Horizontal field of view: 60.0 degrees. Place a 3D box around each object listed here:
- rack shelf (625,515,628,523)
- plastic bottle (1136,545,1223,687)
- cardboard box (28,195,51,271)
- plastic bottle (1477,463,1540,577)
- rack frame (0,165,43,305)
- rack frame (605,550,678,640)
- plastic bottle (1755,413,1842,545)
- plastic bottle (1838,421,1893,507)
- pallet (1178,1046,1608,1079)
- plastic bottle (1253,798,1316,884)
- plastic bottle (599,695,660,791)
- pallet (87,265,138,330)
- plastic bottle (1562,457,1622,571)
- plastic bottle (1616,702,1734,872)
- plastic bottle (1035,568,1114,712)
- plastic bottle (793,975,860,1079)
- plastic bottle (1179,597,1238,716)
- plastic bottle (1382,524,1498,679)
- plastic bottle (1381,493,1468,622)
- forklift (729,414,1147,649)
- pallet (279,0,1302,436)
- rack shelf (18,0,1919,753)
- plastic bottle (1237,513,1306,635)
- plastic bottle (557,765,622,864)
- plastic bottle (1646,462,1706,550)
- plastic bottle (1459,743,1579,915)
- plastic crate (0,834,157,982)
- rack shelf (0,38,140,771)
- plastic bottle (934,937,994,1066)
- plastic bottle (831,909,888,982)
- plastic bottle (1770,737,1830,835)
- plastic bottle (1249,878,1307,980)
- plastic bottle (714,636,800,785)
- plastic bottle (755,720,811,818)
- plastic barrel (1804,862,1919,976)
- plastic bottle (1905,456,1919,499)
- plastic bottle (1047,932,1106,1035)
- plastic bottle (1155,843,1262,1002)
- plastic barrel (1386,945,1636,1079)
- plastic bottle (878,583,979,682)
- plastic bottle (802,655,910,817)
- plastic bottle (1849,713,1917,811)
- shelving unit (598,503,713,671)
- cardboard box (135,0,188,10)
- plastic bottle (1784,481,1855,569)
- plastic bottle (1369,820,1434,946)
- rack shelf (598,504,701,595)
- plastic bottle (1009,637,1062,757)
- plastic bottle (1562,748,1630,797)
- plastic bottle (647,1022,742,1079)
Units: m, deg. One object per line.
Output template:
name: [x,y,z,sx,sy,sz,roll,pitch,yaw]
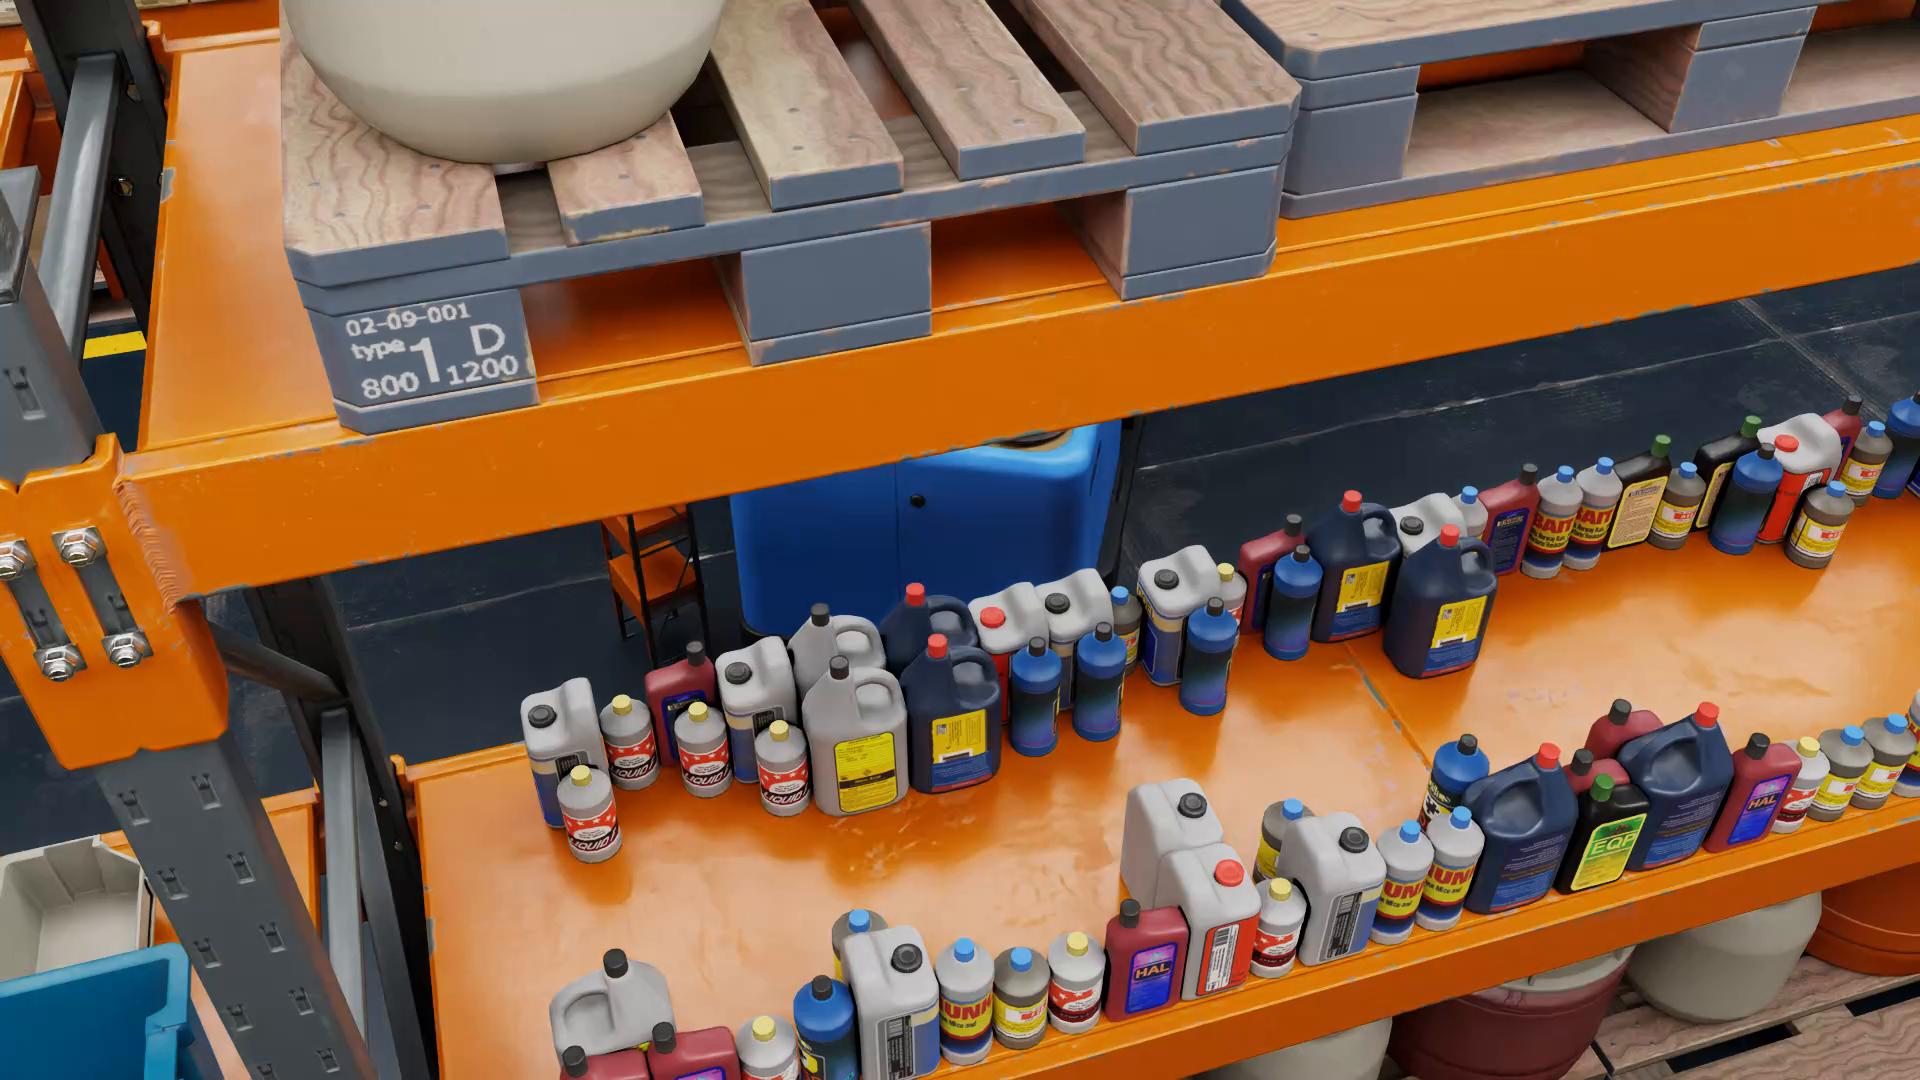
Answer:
rack shelf: [-0.942,-0.249,4.822,0.215,0.259,0.240,-24,47,-25]
plastic bottle: [0.441,0.146,3.397,0.135,0.276,0.152,-12,42,-13]
cardboard box: [-4.017,-1.583,6.578,0.875,0.875,0.875,-12,42,-13]
plastic bottle: [1.173,-0.039,3.604,0.133,0.283,0.061,-12,42,-13]
rack frame: [-1.017,-1.634,0.781,0.127,3.000,1.000,-12,42,-13]
rack frame: [-1.010,-0.109,5.077,0.200,1.050,0.008,-24,47,-25]
plastic bottle: [1.847,-0.145,3.730,0.135,0.276,0.152,-12,42,-13]
plastic bottle: [2.077,-0.183,3.831,0.097,0.201,0.097,0,41,0]
pallet: [0.897,1.305,4.096,1.213,0.211,1.003,-12,42,-13]
plastic bottle: [0.588,0.544,2.999,0.097,0.201,0.097,0,41,0]
plastic bottle: [-0.636,0.379,3.188,0.097,0.201,0.097,0,41,0]
pallet: [-3.254,-1.332,7.114,1.213,0.211,1.003,-12,42,-13]
plastic bottle: [1.381,-0.065,3.643,0.097,0.271,0.097,0,41,0]
plastic bottle: [1.286,0.432,3.013,0.185,0.351,0.144,-12,42,-13]
plastic bottle: [0.220,0.192,3.344,0.135,0.276,0.152,-12,42,-13]
plastic bottle: [-0.214,0.789,2.665,0.097,0.271,0.097,0,41,0]
plastic bottle: [0.496,0.223,3.313,0.097,0.271,0.097,0,41,0]
plastic bottle: [0.986,0.108,3.385,0.185,0.351,0.144,-12,42,-13]
plastic bottle: [0.966,0.038,3.521,0.135,0.276,0.152,-12,42,-13]
forklift: [0.122,-1.506,5.246,1.130,2.935,3.031,7,42,8]
pallet: [-0.299,-0.650,2.078,1.003,0.211,1.213,-12,42,-13]
rack shelf: [0.891,-0.629,2.457,4.000,0.370,1.077,-12,42,-13]
plastic bottle: [0.648,0.069,3.479,0.133,0.283,0.061,-12,42,-13]
plastic bottle: [-0.683,0.493,3.056,0.097,0.201,0.097,0,41,0]
plastic bottle: [1.601,-0.085,3.718,0.097,0.201,0.097,0,41,0]
plastic bottle: [0.983,0.495,2.941,0.185,0.351,0.144,-12,42,-13]
plastic crate: [-1.504,0.704,2.819,0.243,0.136,0.396,-12,42,-13]
rack shelf: [-2.925,0.161,1.552,4.000,0.370,1.077,-12,42,-13]
plastic bottle: [0.007,0.743,2.718,0.097,0.271,0.097,0,41,0]
plastic bottle: [-0.167,0.700,2.820,0.097,0.201,0.097,0,41,0]
plastic bottle: [1.555,0.448,3.108,0.097,0.201,0.097,0,41,0]
plastic bottle: [0.541,0.658,2.867,0.097,0.201,0.097,0,41,0]
plastic bottle: [-0.390,0.319,3.200,0.135,0.276,0.152,-12,42,-13]
plastic bottle: [-0.335,0.421,3.139,0.097,0.201,0.097,0,41,0]
plastic barrel: [2.337,0.601,4.113,0.708,0.830,0.600,-12,42,-13]
plastic bottle: [2.288,-0.236,3.835,0.135,0.276,0.152,-12,42,-13]
plastic bottle: [0.192,0.731,2.785,0.097,0.201,0.097,0,41,0]
plastic bottle: [0.422,0.636,2.836,0.135,0.276,0.152,-12,42,-13]
plastic barrel: [1.260,0.915,3.937,0.708,0.588,0.600,-12,42,-13]
plastic bottle: [-0.062,0.220,3.256,0.185,0.351,0.144,-12,42,-13]
plastic bottle: [-0.195,0.347,3.111,0.185,0.351,0.144,-12,42,-13]
plastic bottle: [1.741,0.410,3.152,0.097,0.201,0.097,0,41,0]
shelving unit: [-0.942,-0.043,5.001,0.215,1.050,0.252,-24,47,-25]
cardboard box: [-2.943,-2.072,6.032,0.250,0.149,0.380,-11,42,-12]
plastic bottle: [1.902,-0.042,3.669,0.097,0.201,0.097,0,41,0]
plastic bottle: [0.762,0.586,2.897,0.097,0.271,0.097,0,41,0]
rack shelf: [-0.942,-0.035,5.008,0.215,0.259,0.240,-24,47,-25]
plastic bottle: [0.146,0.295,3.230,0.097,0.271,0.097,0,41,0]
plastic bottle: [1.129,0.476,3.013,0.133,0.283,0.061,-12,42,-13]
plastic bottle: [-0.412,0.838,2.600,0.133,0.283,0.061,-12,42,-13]
